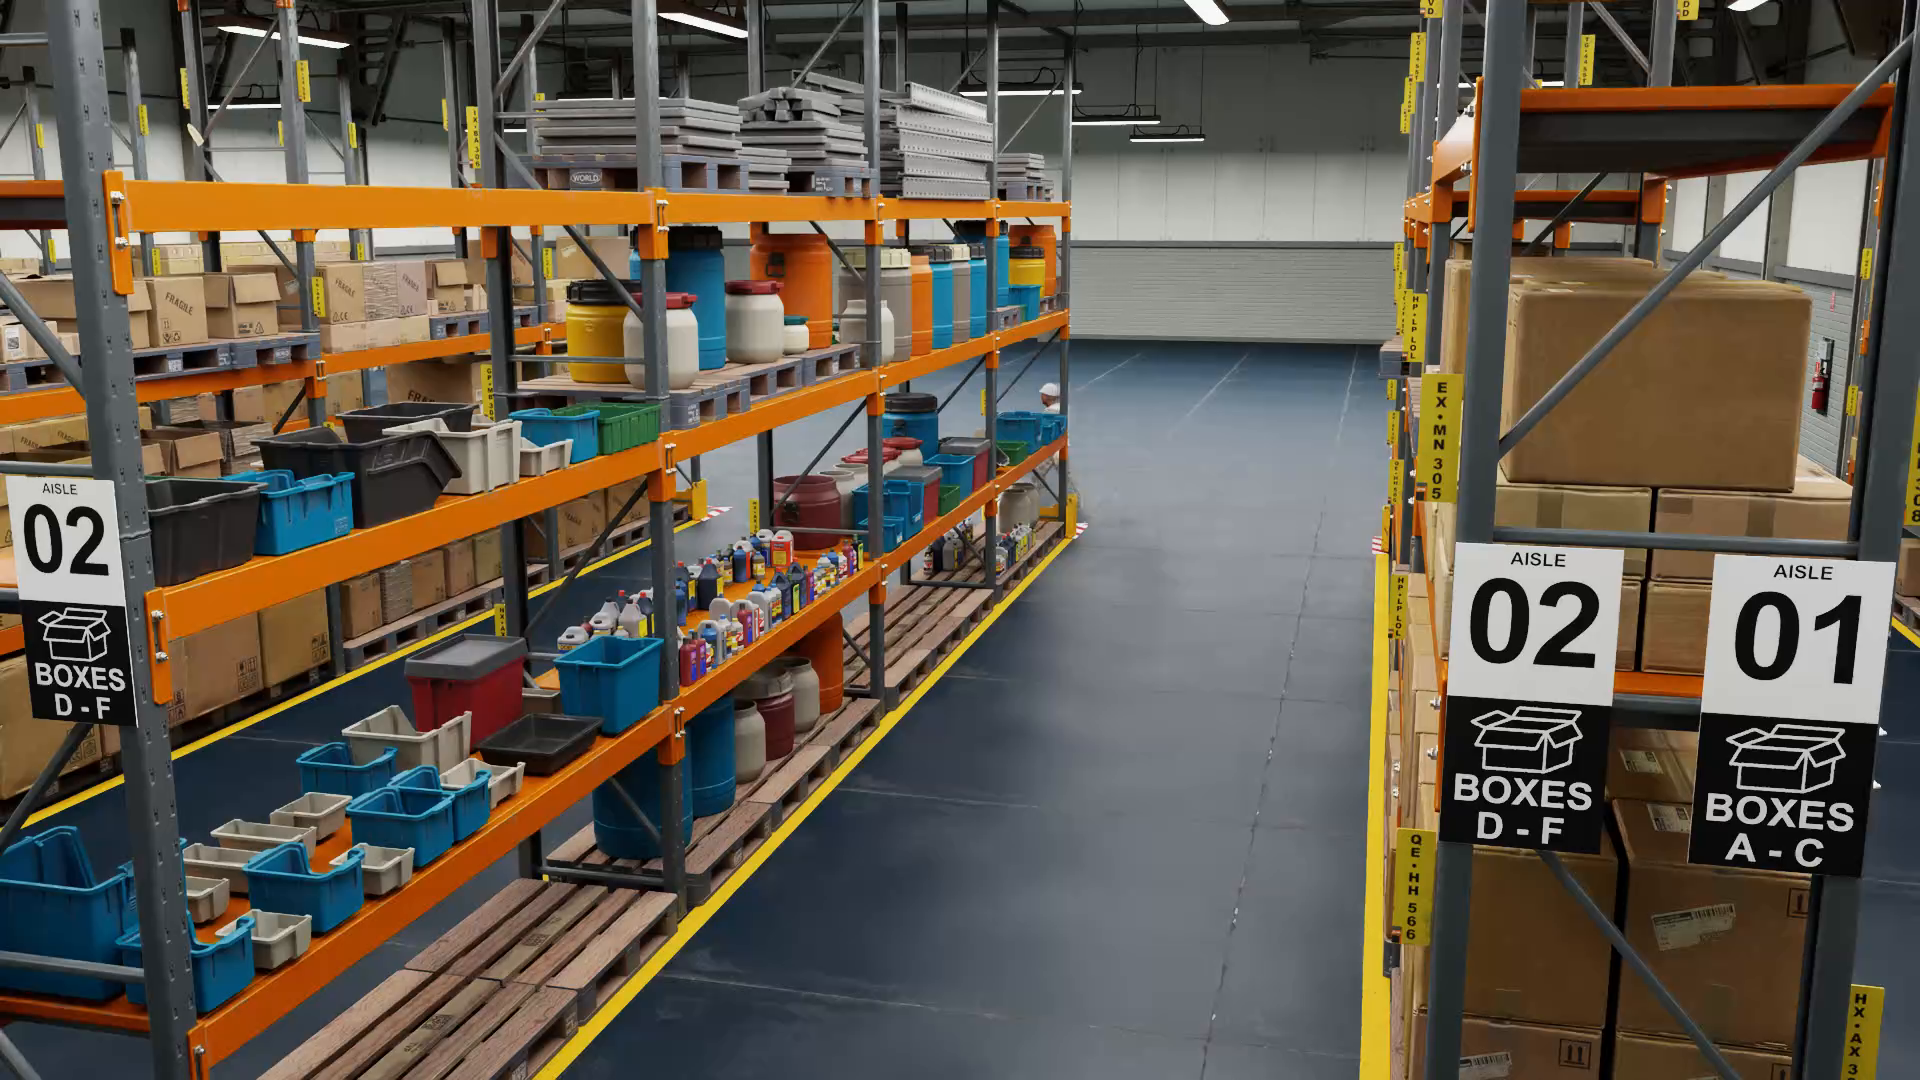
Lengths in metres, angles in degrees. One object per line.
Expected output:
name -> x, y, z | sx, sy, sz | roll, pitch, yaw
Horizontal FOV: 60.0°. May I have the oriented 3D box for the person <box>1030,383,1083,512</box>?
person -> 1.141, -1.226, 22.158 | 0.994, 1.722, 0.660 | 3, 12, 17
